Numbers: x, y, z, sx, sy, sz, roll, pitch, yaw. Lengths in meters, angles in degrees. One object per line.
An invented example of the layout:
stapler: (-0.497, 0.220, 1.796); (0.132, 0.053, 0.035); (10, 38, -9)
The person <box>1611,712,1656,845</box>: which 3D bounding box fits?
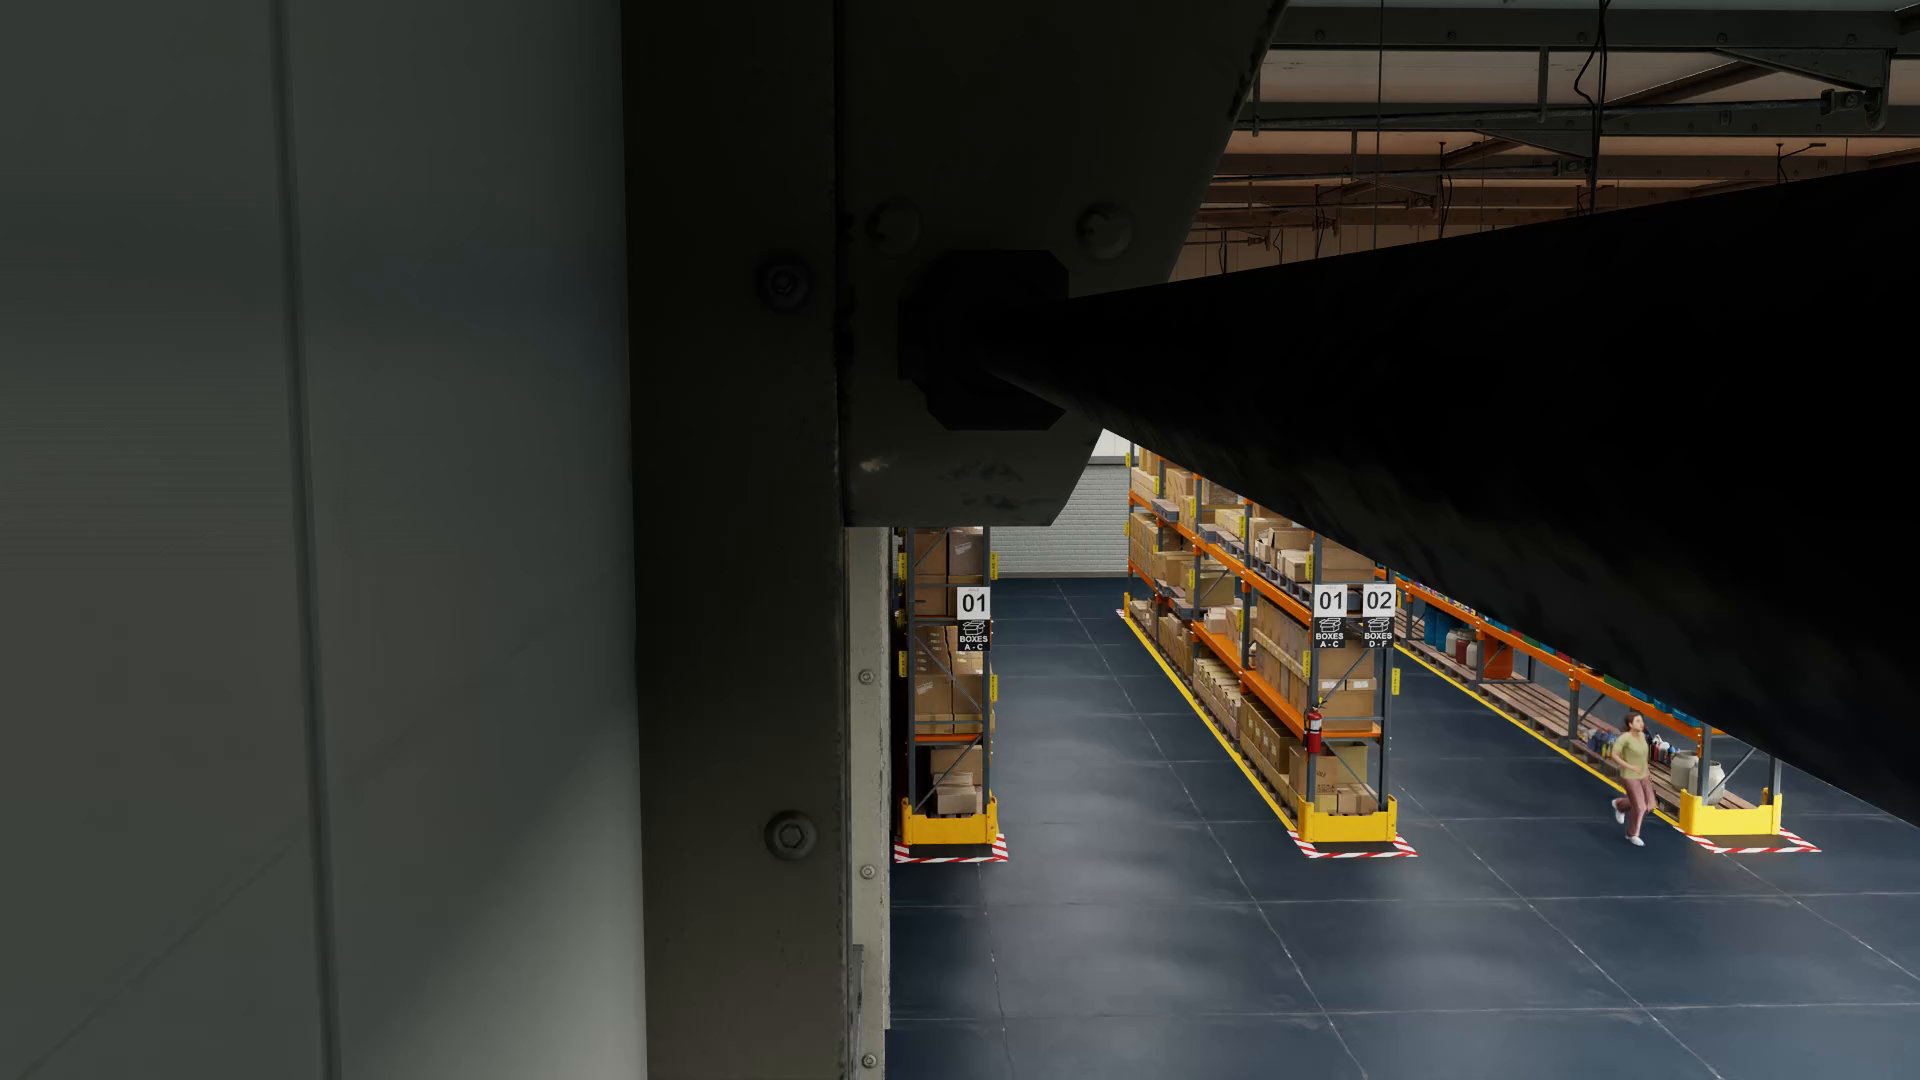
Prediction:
person: (8.273, 2.923, 20.527); (0.613, 1.609, 0.567); (-4, 8, -30)
